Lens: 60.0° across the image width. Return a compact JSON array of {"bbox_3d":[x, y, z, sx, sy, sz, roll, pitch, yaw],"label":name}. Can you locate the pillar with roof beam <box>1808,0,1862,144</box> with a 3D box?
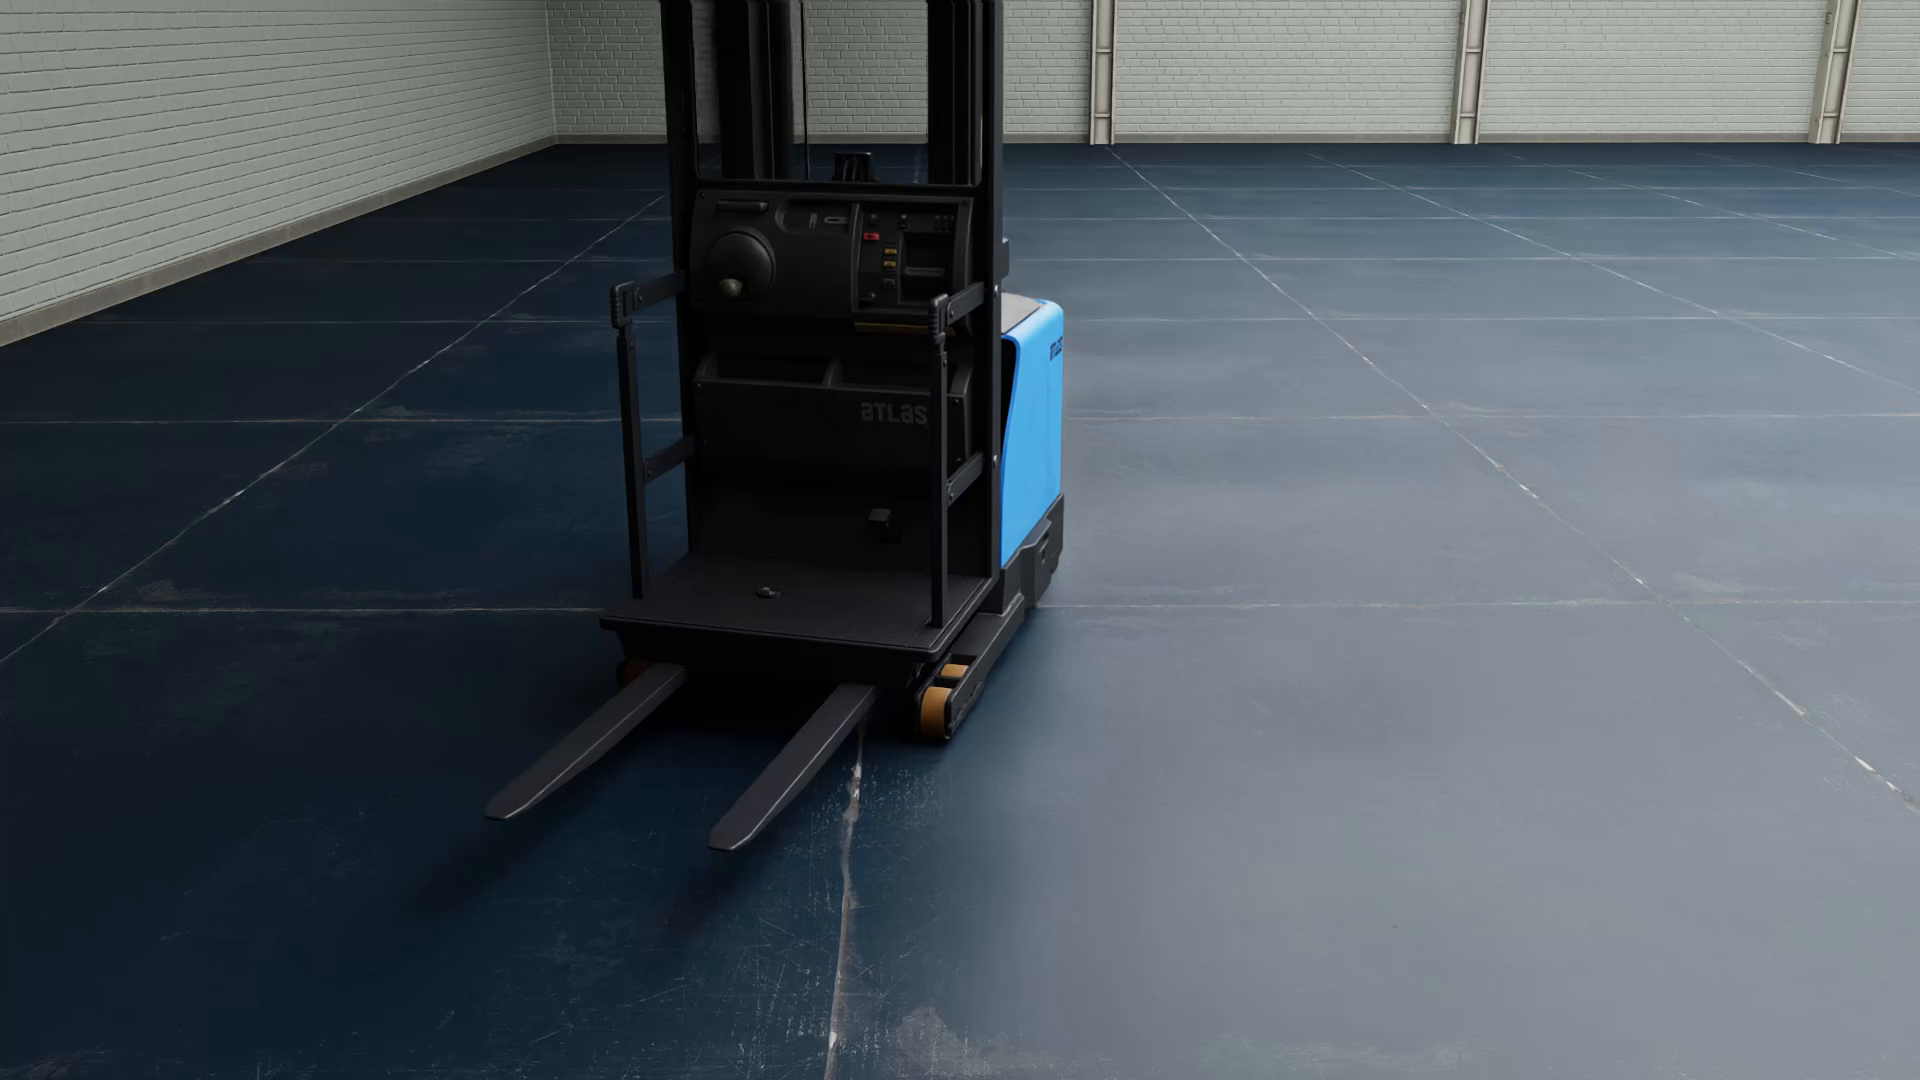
[{"bbox_3d":[14.395,-9.565,22.133,0.400,9.000,9.100,0,18,-1],"label":"pillar with roof beam"}]

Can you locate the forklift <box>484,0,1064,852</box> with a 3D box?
[{"bbox_3d":[-0.470,-0.911,5.088,1.130,2.935,3.031,5,18,15],"label":"forklift"}]

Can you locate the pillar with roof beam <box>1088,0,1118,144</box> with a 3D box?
[{"bbox_3d":[2.396,-9.507,21.953,0.400,9.000,9.100,0,18,-1],"label":"pillar with roof beam"}]

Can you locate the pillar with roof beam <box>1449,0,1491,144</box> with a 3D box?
[{"bbox_3d":[8.396,-9.536,22.043,0.400,9.000,9.100,0,18,-1],"label":"pillar with roof beam"}]
